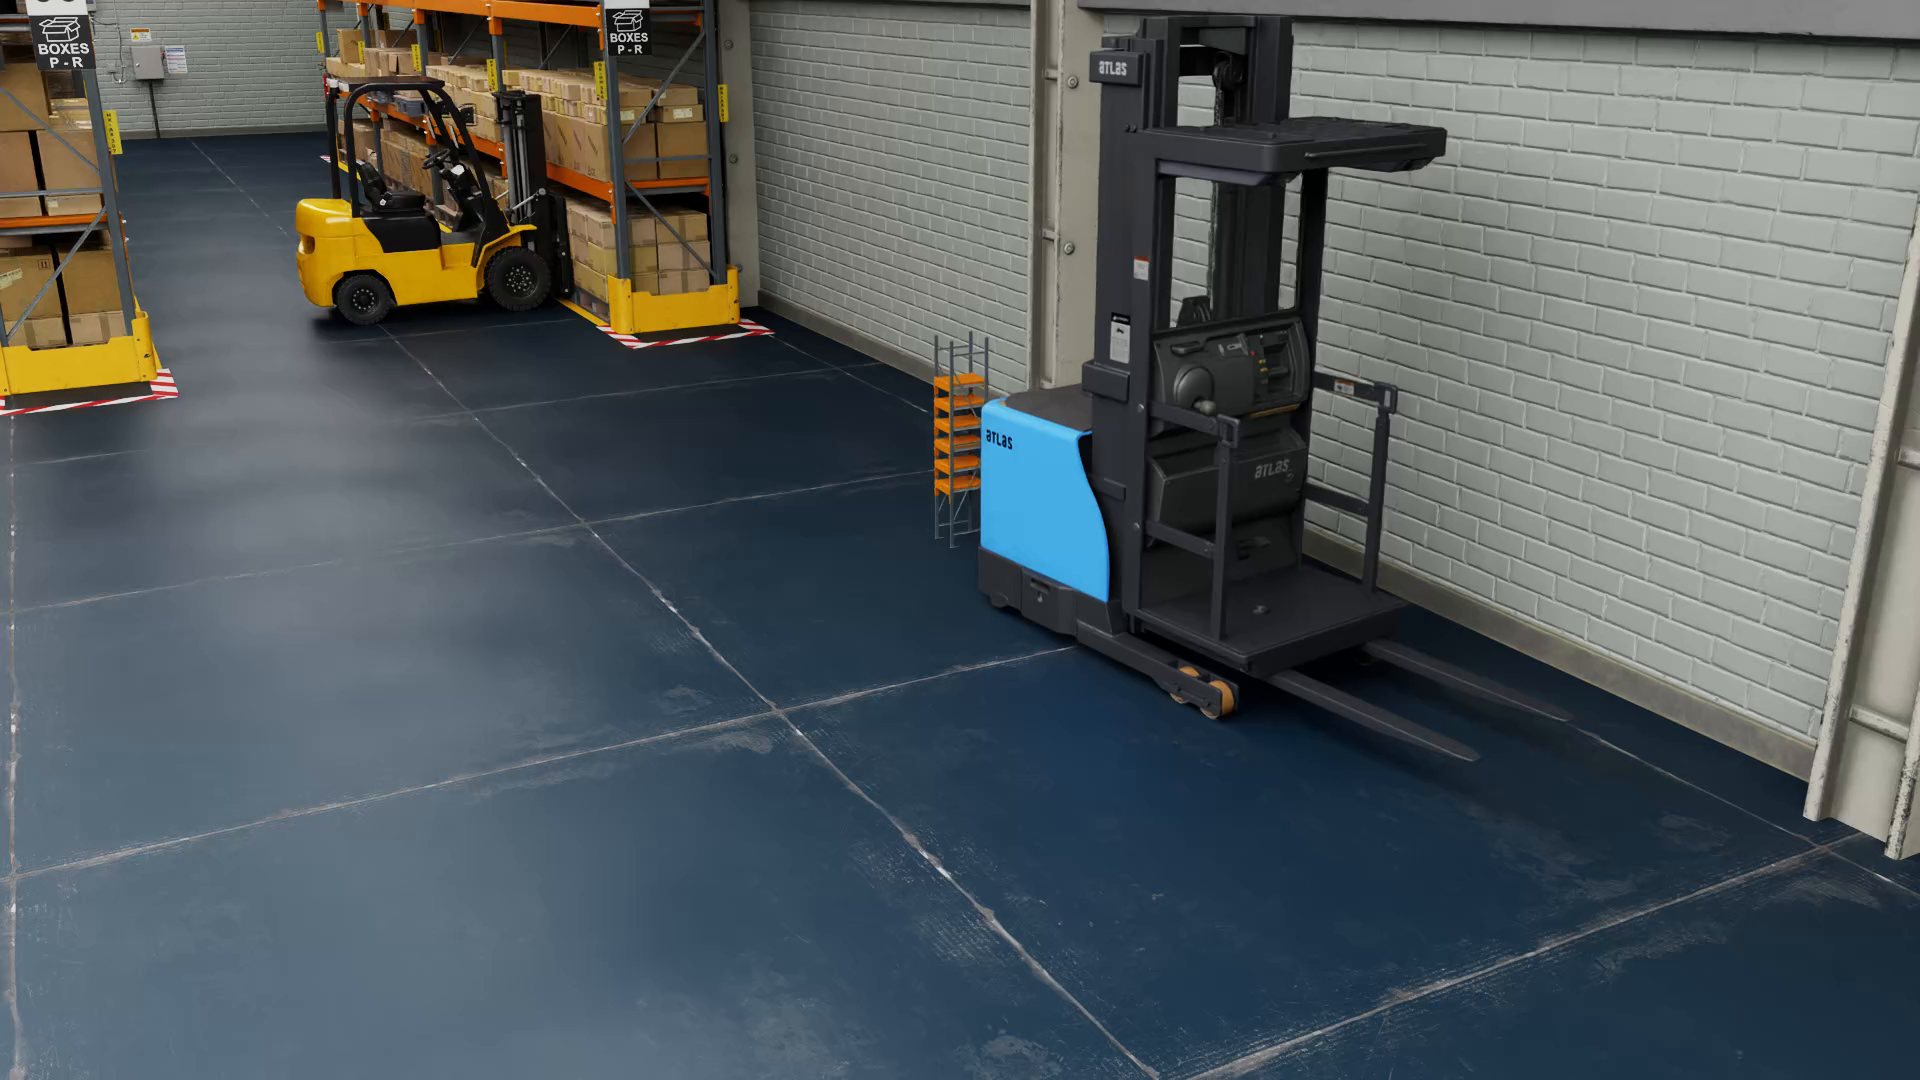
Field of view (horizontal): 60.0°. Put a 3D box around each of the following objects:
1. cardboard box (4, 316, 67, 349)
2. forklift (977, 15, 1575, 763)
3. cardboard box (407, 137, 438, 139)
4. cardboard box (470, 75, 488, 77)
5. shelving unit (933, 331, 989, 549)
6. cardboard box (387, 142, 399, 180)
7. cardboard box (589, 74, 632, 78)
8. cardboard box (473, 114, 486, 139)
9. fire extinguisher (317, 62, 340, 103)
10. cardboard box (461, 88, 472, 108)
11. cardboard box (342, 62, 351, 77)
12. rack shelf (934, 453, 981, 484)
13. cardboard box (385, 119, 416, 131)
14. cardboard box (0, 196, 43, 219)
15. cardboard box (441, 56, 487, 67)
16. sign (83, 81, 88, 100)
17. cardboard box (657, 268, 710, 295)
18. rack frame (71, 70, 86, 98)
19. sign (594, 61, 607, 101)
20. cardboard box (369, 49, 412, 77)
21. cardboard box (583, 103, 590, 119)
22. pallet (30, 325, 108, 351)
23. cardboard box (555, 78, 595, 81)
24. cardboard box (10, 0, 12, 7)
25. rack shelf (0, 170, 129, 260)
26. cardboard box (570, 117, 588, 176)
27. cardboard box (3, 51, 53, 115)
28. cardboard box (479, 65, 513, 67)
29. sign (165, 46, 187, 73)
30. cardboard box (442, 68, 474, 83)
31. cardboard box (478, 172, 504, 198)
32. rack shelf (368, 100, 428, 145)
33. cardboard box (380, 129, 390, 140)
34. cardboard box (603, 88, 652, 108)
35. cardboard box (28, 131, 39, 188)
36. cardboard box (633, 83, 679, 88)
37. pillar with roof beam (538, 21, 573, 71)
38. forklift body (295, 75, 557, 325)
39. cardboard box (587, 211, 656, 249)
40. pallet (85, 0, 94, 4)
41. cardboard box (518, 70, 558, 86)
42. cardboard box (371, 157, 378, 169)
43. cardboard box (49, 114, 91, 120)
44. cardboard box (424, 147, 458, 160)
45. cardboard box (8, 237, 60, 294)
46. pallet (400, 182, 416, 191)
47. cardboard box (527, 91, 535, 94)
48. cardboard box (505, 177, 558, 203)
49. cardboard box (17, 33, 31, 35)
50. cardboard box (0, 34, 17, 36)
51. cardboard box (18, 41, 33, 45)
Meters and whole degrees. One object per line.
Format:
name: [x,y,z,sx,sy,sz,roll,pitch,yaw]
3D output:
cardboard box: [-7.635,-1.738,13.643,0.500,0.250,0.500,-10,21,-27]
forklift: [1.367,-0.777,7.390,1.130,2.935,3.031,-13,23,-34]
cardboard box: [-7.570,-5.598,23.451,0.380,0.149,0.250,-10,21,-26]
cardboard box: [-5.413,-5.268,19.151,0.380,0.149,0.250,-11,22,-28]
shelving unit: [0.007,-0.563,9.424,0.258,1.200,0.189,-10,21,-27]
cardboard box: [-8.042,-5.549,24.302,0.500,0.500,0.500,-10,22,-27]
cardboard box: [-3.539,-4.638,16.869,0.380,0.149,0.250,-10,22,-27]
cardboard box: [-5.249,-4.737,18.992,0.500,0.250,0.500,-10,21,-27]
fire extinguisher: [-10.711,-7.763,28.221,0.296,0.674,0.183,-10,21,-27]
cardboard box: [-5.483,-5.122,19.339,0.500,0.250,0.500,-10,21,-26]
cardboard box: [-9.511,-7.470,26.455,0.500,0.250,0.500,-11,22,-28]
rack shelf: [0.007,-0.408,9.477,0.258,0.103,0.180,-10,21,-27]
cardboard box: [-8.233,-6.110,24.478,0.380,0.149,0.250,-11,22,-29]
cardboard box: [-7.369,-2.598,12.947,0.380,0.149,0.250,-9,21,-25]
cardboard box: [-6.543,-6.127,21.991,0.500,0.500,0.500,-9,21,-24]
sign: [-8.429,-4.286,16.127,0.100,0.325,0.005,-10,21,-27]
cardboard box: [-2.698,-2.482,15.799,0.500,0.250,0.500,-10,21,-26]
rack frame: [-8.903,-3.791,16.019,1.000,3.000,0.127,-10,21,-27]
sign: [-3.121,-3.992,14.463,0.100,0.325,0.005,-10,21,-27]
cardboard box: [-8.056,-6.781,23.887,0.700,0.500,0.500,-10,21,-26]
cardboard box: [-3.265,-3.975,15.405,0.380,0.149,0.250,-10,21,-26]
pallet: [-7.394,-1.585,13.901,1.003,0.211,1.213,-10,21,-27]
cardboard box: [-3.726,-4.417,16.228,0.380,0.149,0.250,-10,21,-26]
cardboard box: [-8.221,-4.811,14.761,0.380,0.149,0.250,-11,22,-28]
rack shelf: [-7.953,-2.877,14.472,1.077,0.370,4.000,-10,21,-27]
cardboard box: [-3.340,-3.711,15.633,0.500,0.500,0.500,-9,21,-25]
cardboard box: [-8.119,-3.857,14.070,0.700,0.500,0.500,-10,21,-27]
cardboard box: [-5.881,-5.943,21.108,0.380,0.149,0.250,-9,21,-25]
sign: [-15.045,-9.225,31.913,0.329,0.494,0.001,-10,21,-27]
cardboard box: [-6.136,-5.706,20.422,0.380,0.149,0.250,-10,21,-26]
cardboard box: [-5.156,-4.009,19.647,0.875,0.625,0.625,-10,22,-27]
rack shelf: [-7.385,-5.943,23.359,1.077,0.370,4.000,-10,21,-27]
cardboard box: [-8.399,-6.037,24.721,0.380,0.149,0.250,-9,21,-24]
cardboard box: [-2.992,-3.977,14.955,0.380,0.149,0.250,-10,21,-27]
cardboard box: [-7.737,-3.088,13.373,0.500,0.500,0.500,-10,21,-27]
cardboard box: [-2.841,-4.190,15.573,0.380,0.149,0.250,-10,21,-26]
pillar with roof beam: [-8.812,-7.643,17.986,9.100,9.000,0.400,-10,21,-27]
forklift body: [-5.143,-3.273,15.819,2.313,2.155,1.214,-10,21,-27]
cardboard box: [-3.130,-2.868,15.382,0.500,0.250,0.500,-9,21,-25]
pallet: [-9.102,-5.314,16.121,1.213,0.211,1.003,-10,21,-27]
cardboard box: [-4.427,-4.859,17.512,0.380,0.149,0.250,-10,21,-26]
cardboard box: [-8.858,-5.823,25.633,0.380,0.149,0.250,-11,22,-28]
cardboard box: [-7.476,-3.304,13.997,0.500,0.500,0.500,-10,22,-28]
cardboard box: [-6.893,-5.135,22.108,0.380,0.149,0.250,-11,22,-29]
cardboard box: [-7.864,-2.235,13.931,0.500,0.500,0.500,-9,21,-25]
pallet: [-7.332,-4.961,23.684,1.003,0.211,1.213,-10,21,-27]
cardboard box: [-4.169,-4.480,16.868,0.380,0.149,0.250,-10,22,-27]
cardboard box: [-4.583,-3.745,17.923,0.500,0.250,0.500,-10,22,-27]
cardboard box: [-12.269,-6.518,22.236,0.500,0.500,0.500,-9,21,-25]
cardboard box: [-12.480,-6.295,21.589,0.500,0.500,0.500,-10,21,-27]
cardboard box: [-10.821,-5.638,19.687,0.500,0.500,0.500,-11,22,-28]
